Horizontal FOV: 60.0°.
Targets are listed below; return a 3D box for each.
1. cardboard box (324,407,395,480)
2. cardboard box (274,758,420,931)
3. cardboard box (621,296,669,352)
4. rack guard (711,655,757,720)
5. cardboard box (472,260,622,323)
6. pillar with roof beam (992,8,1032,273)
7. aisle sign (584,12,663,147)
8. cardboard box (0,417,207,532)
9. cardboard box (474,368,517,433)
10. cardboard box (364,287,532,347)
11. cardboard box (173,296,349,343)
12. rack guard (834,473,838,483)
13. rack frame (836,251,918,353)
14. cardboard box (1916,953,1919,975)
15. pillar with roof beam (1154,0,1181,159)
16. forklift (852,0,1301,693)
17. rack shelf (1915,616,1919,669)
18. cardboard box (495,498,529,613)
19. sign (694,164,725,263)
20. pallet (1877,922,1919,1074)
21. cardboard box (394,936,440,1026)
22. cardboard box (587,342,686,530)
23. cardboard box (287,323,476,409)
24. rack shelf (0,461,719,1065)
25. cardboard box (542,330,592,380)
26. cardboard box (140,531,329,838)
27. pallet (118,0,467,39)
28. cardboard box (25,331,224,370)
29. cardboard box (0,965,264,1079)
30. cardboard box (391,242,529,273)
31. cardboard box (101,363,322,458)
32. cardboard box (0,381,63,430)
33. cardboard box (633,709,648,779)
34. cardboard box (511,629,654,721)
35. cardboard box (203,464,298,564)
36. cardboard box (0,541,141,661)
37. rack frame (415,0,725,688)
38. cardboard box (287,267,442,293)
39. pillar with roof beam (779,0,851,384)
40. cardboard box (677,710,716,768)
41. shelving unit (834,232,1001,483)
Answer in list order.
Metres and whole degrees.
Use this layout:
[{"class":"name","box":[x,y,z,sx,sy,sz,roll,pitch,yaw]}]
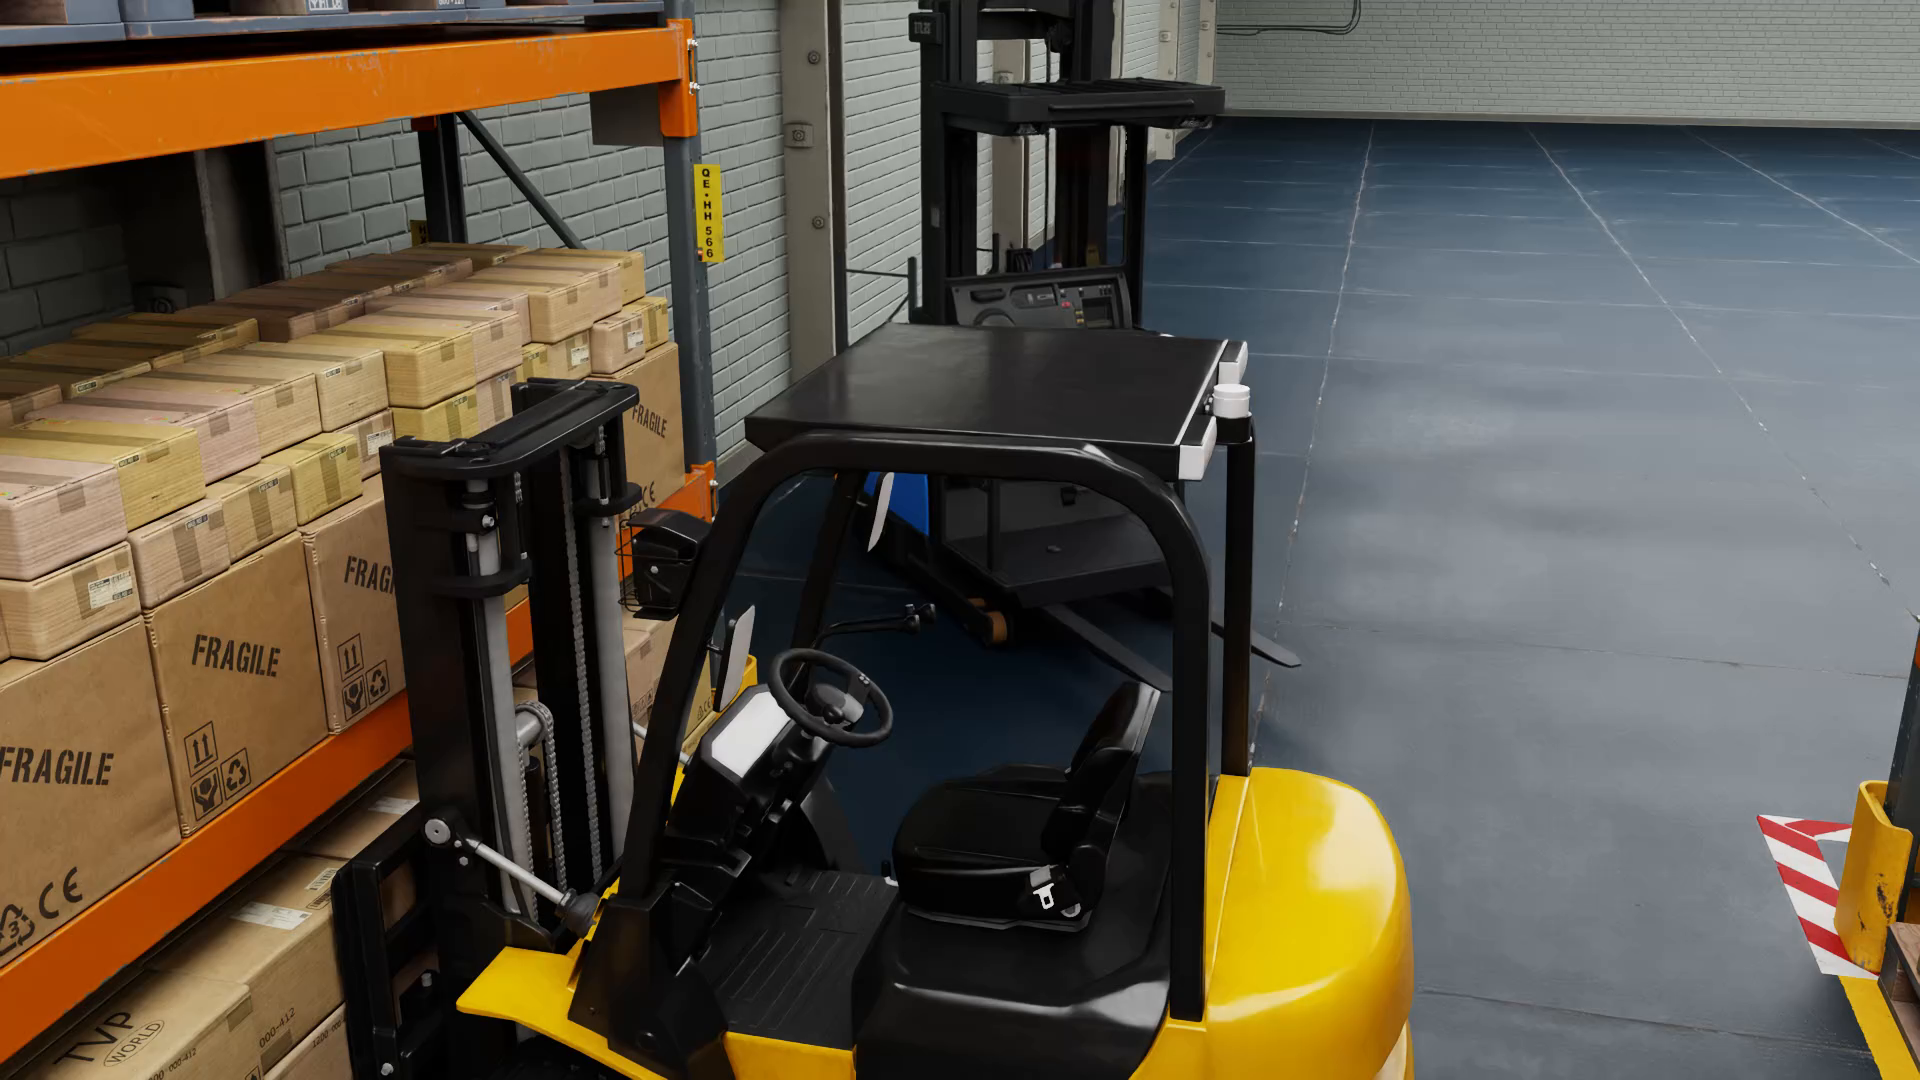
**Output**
[{"class":"cardboard box","box":[-1.624,-0.238,4.084,0.380,0.149,0.250,5,19,13]},{"class":"cardboard box","box":[-1.547,0.787,4.301,0.500,0.250,0.500,4,19,12]},{"class":"cardboard box","box":[-1.186,-0.713,5.475,0.380,0.149,0.250,5,19,14]},{"class":"rack guard","box":[-1.367,0.686,6.405,1.175,0.500,0.348,5,19,13]},{"class":"cardboard box","box":[-1.286,-0.776,5.199,0.380,0.149,0.250,5,19,13]},{"class":"pillar with roof beam","box":[4.689,-6.602,14.595,9.100,9.000,0.400,5,19,13]},{"class":"aisle sign","box":[-1.072,-1.717,5.551,0.394,0.787,0.004,5,19,13]},{"class":"cardboard box","box":[-1.755,-0.133,3.317,0.380,0.149,0.250,4,19,13]},{"class":"cardboard box","box":[-1.433,-0.390,4.529,0.380,0.149,0.250,4,19,12]},{"class":"cardboard box","box":[-1.457,-0.619,4.742,0.380,0.149,0.250,5,19,14]},{"class":"cardboard box","box":[-1.925,-0.572,4.602,0.380,0.149,0.250,5,20,15]},{"class":"rack guard","box":[-0.459,-0.271,9.595,0.587,0.250,0.087,10,21,26]},{"class":"rack frame","box":[-0.460,-0.862,9.392,0.500,1.500,0.032,10,21,26]},{"class":"cardboard box","box":[2.976,1.235,4.535,0.500,0.250,0.500,4,19,13]},{"class":"pillar with roof beam","box":[7.621,-10.364,25.607,9.100,9.000,0.400,5,19,13]},{"class":"forklift","box":[0.487,-1.051,7.731,1.130,2.935,3.031,-9,21,-24]},{"class":"rack shelf","box":[2.953,0.869,3.116,1.077,0.370,4.000,5,19,13]},{"class":"cardboard box","box":[-1.499,-0.039,4.507,0.500,0.500,0.500,4,19,12]},{"class":"sign","box":[-0.850,-1.102,5.616,0.100,0.325,0.005,5,19,13]},{"class":"pallet","box":[3.190,1.497,4.479,1.003,0.211,1.213,5,19,13]},{"class":"cardboard box","box":[-1.553,1.030,4.361,0.500,0.250,0.500,5,19,13]},{"class":"cardboard box","box":[-1.239,-0.362,5.451,0.500,0.500,0.500,4,19,12]},{"class":"cardboard box","box":[-1.471,-0.447,4.238,0.380,0.149,0.250,5,19,14]},{"class":"rack shelf","box":[-1.862,0.478,4.260,1.077,0.370,4.000,5,19,13]},{"class":"cardboard box","box":[-1.342,-0.554,5.010,0.380,0.149,0.250,5,19,14]},{"class":"cardboard box","box":[-1.755,0.275,3.586,0.500,0.500,0.500,4,19,13]},{"class":"pallet","box":[-1.867,-1.264,3.743,1.003,0.211,1.213,5,19,13]},{"class":"cardboard box","box":[-2.068,-0.413,4.139,0.380,0.149,0.250,5,19,14]},{"class":"cardboard box","box":[-1.793,1.107,3.362,0.500,0.250,0.500,5,19,13]},{"class":"cardboard box","box":[-1.662,-0.896,5.551,0.380,0.149,0.250,4,19,12]},{"class":"cardboard box","box":[-1.703,-0.297,3.797,0.380,0.149,0.250,5,19,14]},{"class":"cardboard box","box":[-2.221,-0.253,3.670,0.380,0.149,0.250,4,19,13]},{"class":"cardboard box","box":[-1.322,0.710,5.298,0.500,0.250,0.500,4,19,13]},{"class":"cardboard box","box":[-1.302,0.470,5.230,0.500,0.250,0.500,5,19,14]},{"class":"cardboard box","box":[-1.677,-0.068,3.587,0.380,0.149,0.250,4,19,12]},{"class":"cardboard box","box":[-1.787,0.094,3.112,0.380,0.149,0.250,5,20,15]},{"class":"rack frame","box":[-1.373,-0.489,5.979,1.000,3.000,0.127,5,19,13]},{"class":"cardboard box","box":[-1.810,-0.733,5.073,0.380,0.149,0.250,5,19,14]},{"class":"pillar with roof beam","box":[3.223,-4.722,9.089,9.100,9.000,0.400,5,19,13]},{"class":"cardboard box","box":[-1.181,0.785,5.852,0.500,0.250,0.500,5,19,14]},{"class":"shelving unit","box":[-0.227,-1.005,9.810,0.587,1.500,1.083,10,21,26]}]
